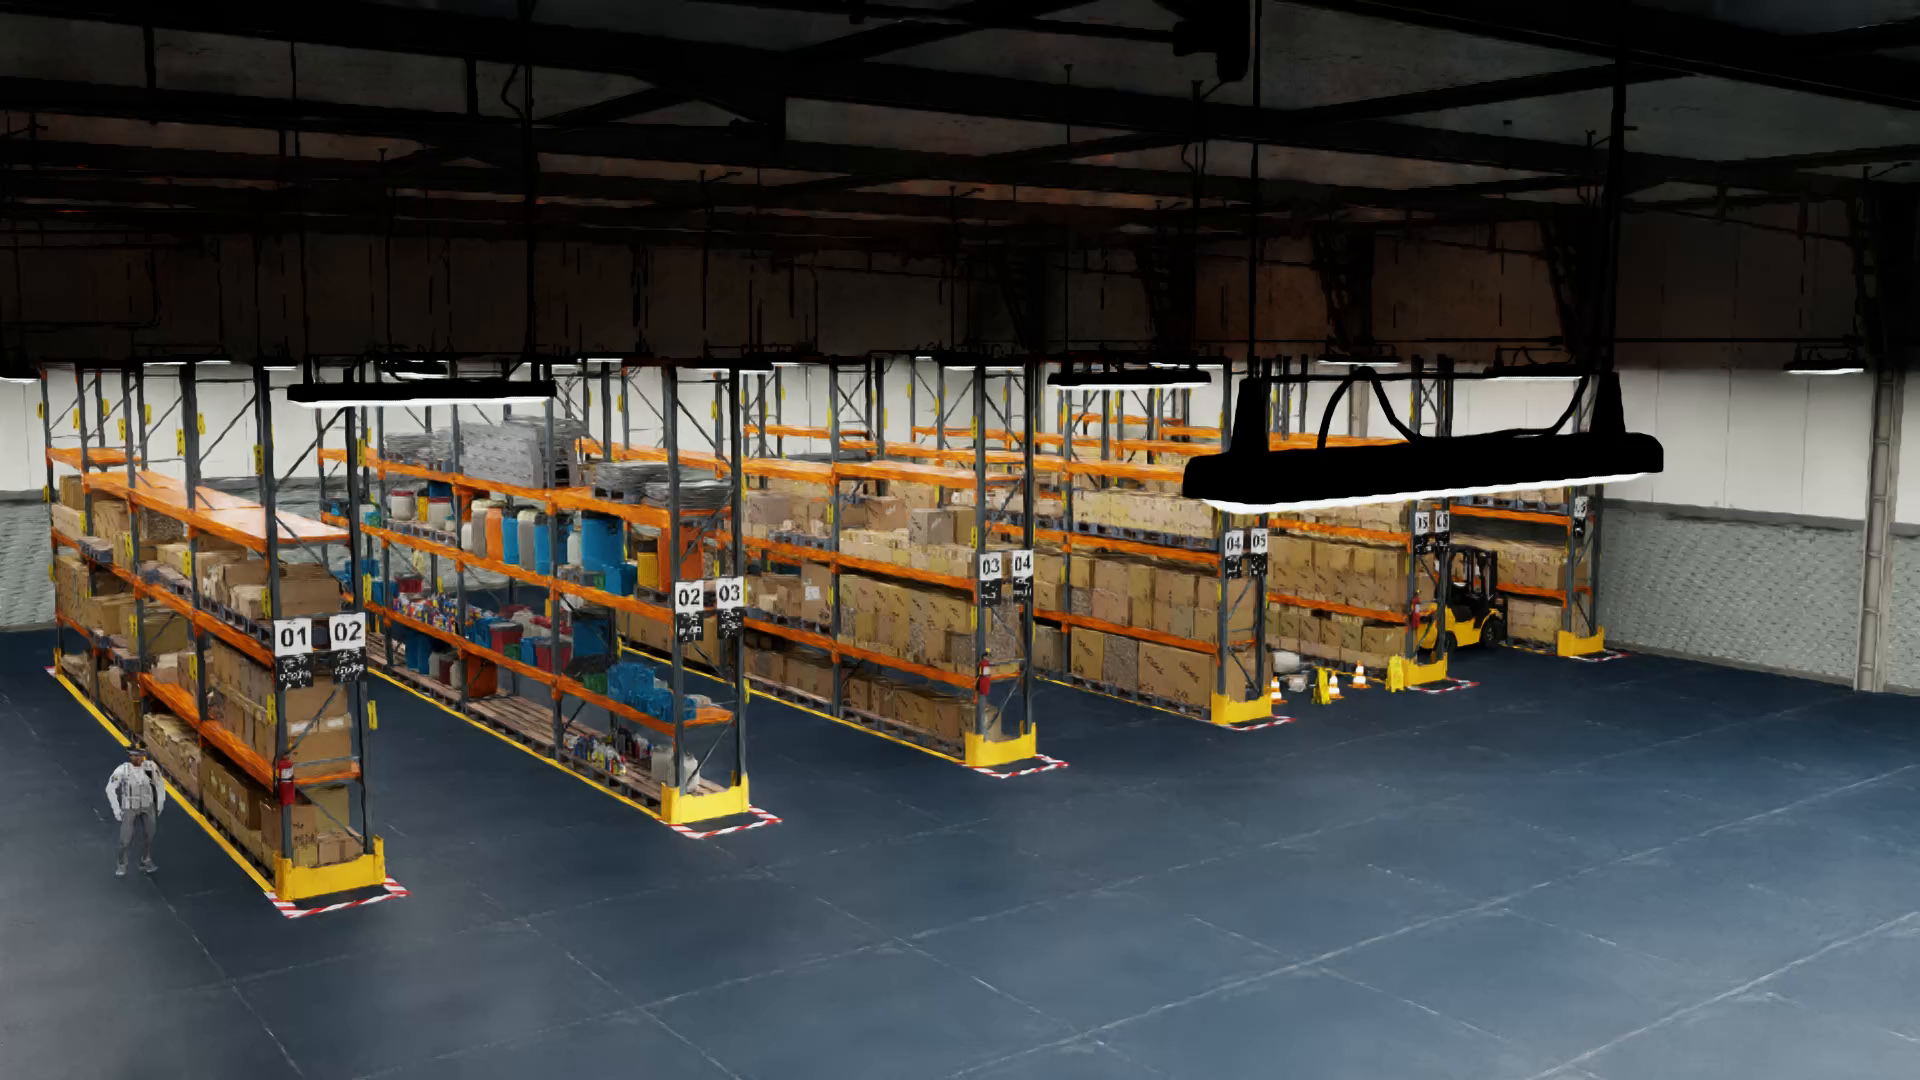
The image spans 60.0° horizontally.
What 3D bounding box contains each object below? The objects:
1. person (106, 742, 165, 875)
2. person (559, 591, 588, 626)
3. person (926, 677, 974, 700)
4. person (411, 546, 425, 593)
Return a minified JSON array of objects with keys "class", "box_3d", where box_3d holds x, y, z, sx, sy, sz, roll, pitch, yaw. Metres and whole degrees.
[{"class":"person","box_3d":[-9.771,3.166,19.743,0.639,1.632,0.512,-5,9,-38]},{"class":"person","box_3d":[-7.941,1.397,34.063,0.677,1.726,0.574,-5,9,-38]},{"class":"person","box_3d":[-0.241,2.027,29.169,0.813,1.607,0.638,5,9,36]},{"class":"person","box_3d":[-12.724,0.838,38.818,0.437,1.661,0.621,0,7,-3]}]
